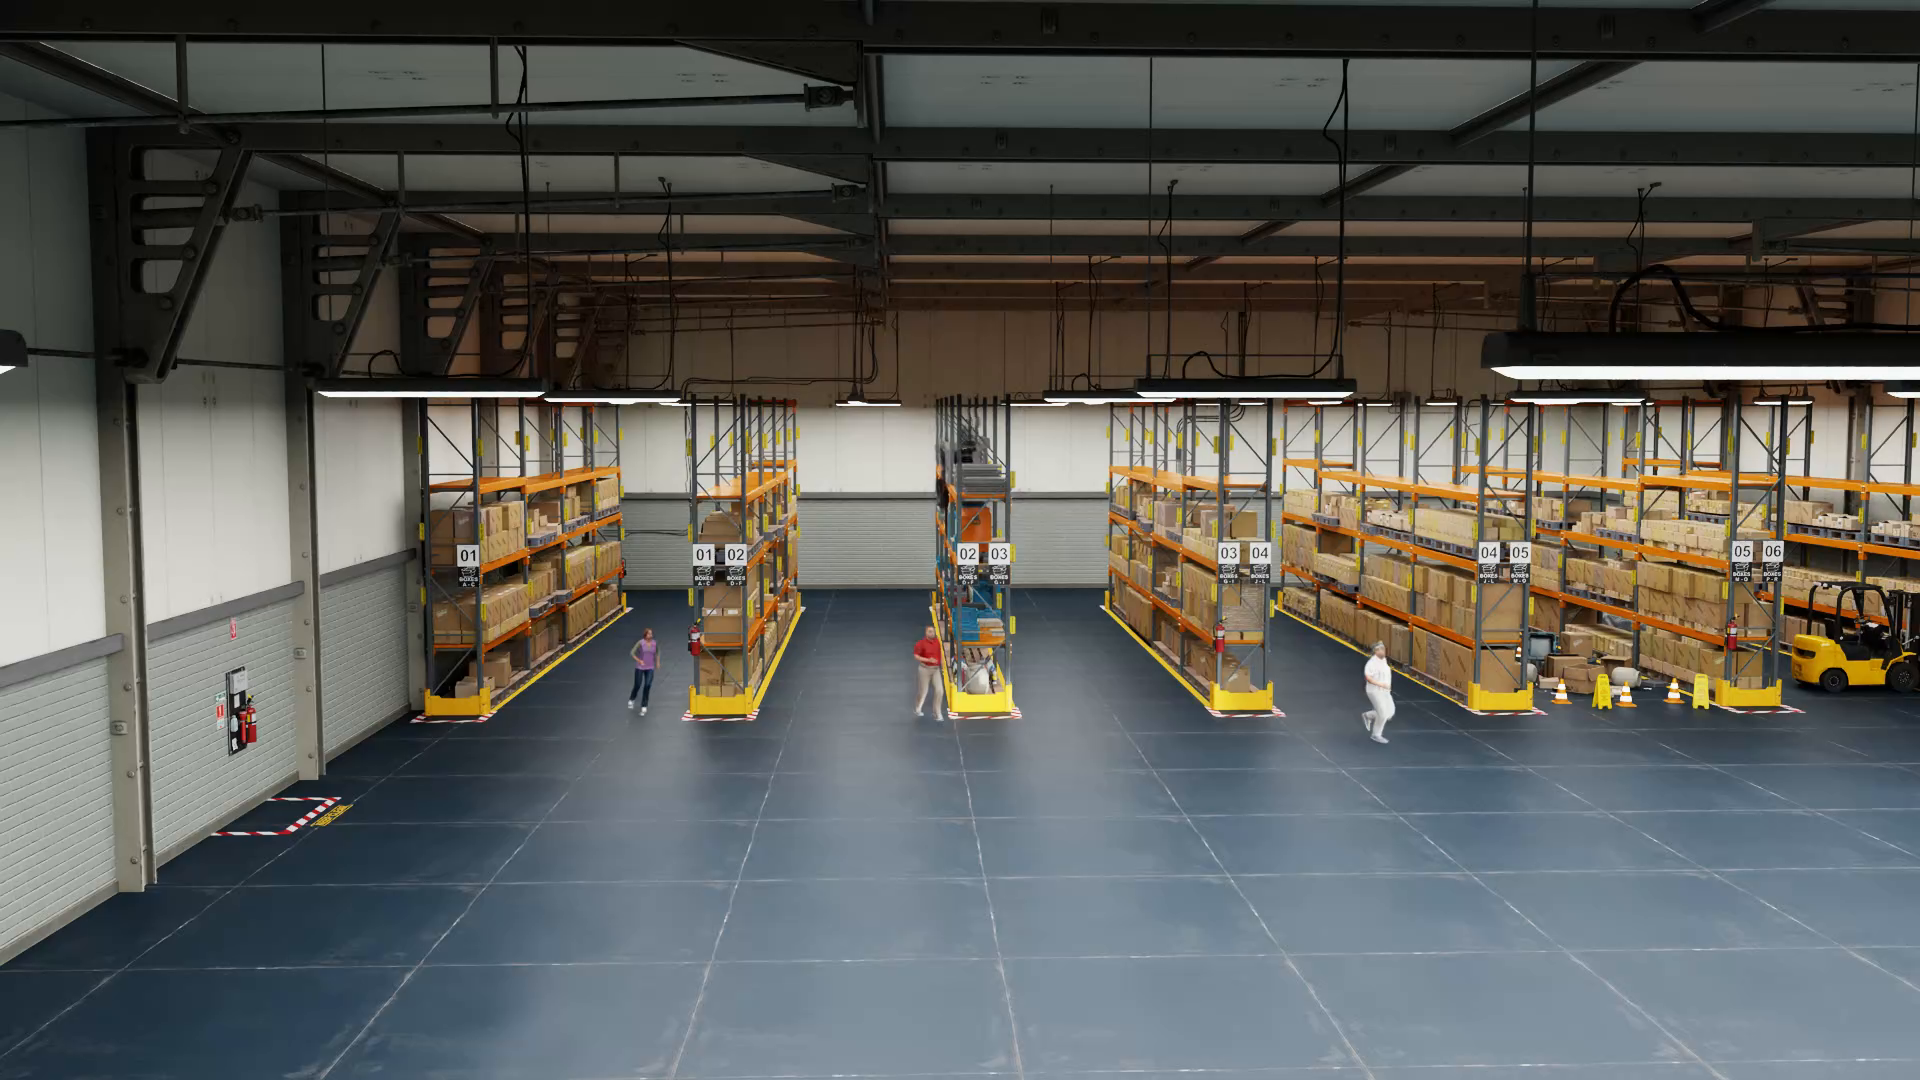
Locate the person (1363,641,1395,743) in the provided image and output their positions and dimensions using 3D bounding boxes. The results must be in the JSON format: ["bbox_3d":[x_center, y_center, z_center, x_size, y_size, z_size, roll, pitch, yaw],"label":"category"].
[{"bbox_3d":[7.227,2.605,28.720,0.601,1.749,0.697,4,6,40],"label":"person"}]

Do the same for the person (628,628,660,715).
[{"bbox_3d":[-5.937,2.454,31.399,0.599,1.586,0.827,-2,5,-20],"label":"person"}]

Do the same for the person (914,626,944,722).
[{"bbox_3d":[-0.563,2.477,30.599,0.683,1.821,0.783,-3,5,-31],"label":"person"}]

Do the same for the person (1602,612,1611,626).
[{"bbox_3d":[16.532,1.445,42.788,0.651,1.807,0.979,0,5,-5],"label":"person"}]
